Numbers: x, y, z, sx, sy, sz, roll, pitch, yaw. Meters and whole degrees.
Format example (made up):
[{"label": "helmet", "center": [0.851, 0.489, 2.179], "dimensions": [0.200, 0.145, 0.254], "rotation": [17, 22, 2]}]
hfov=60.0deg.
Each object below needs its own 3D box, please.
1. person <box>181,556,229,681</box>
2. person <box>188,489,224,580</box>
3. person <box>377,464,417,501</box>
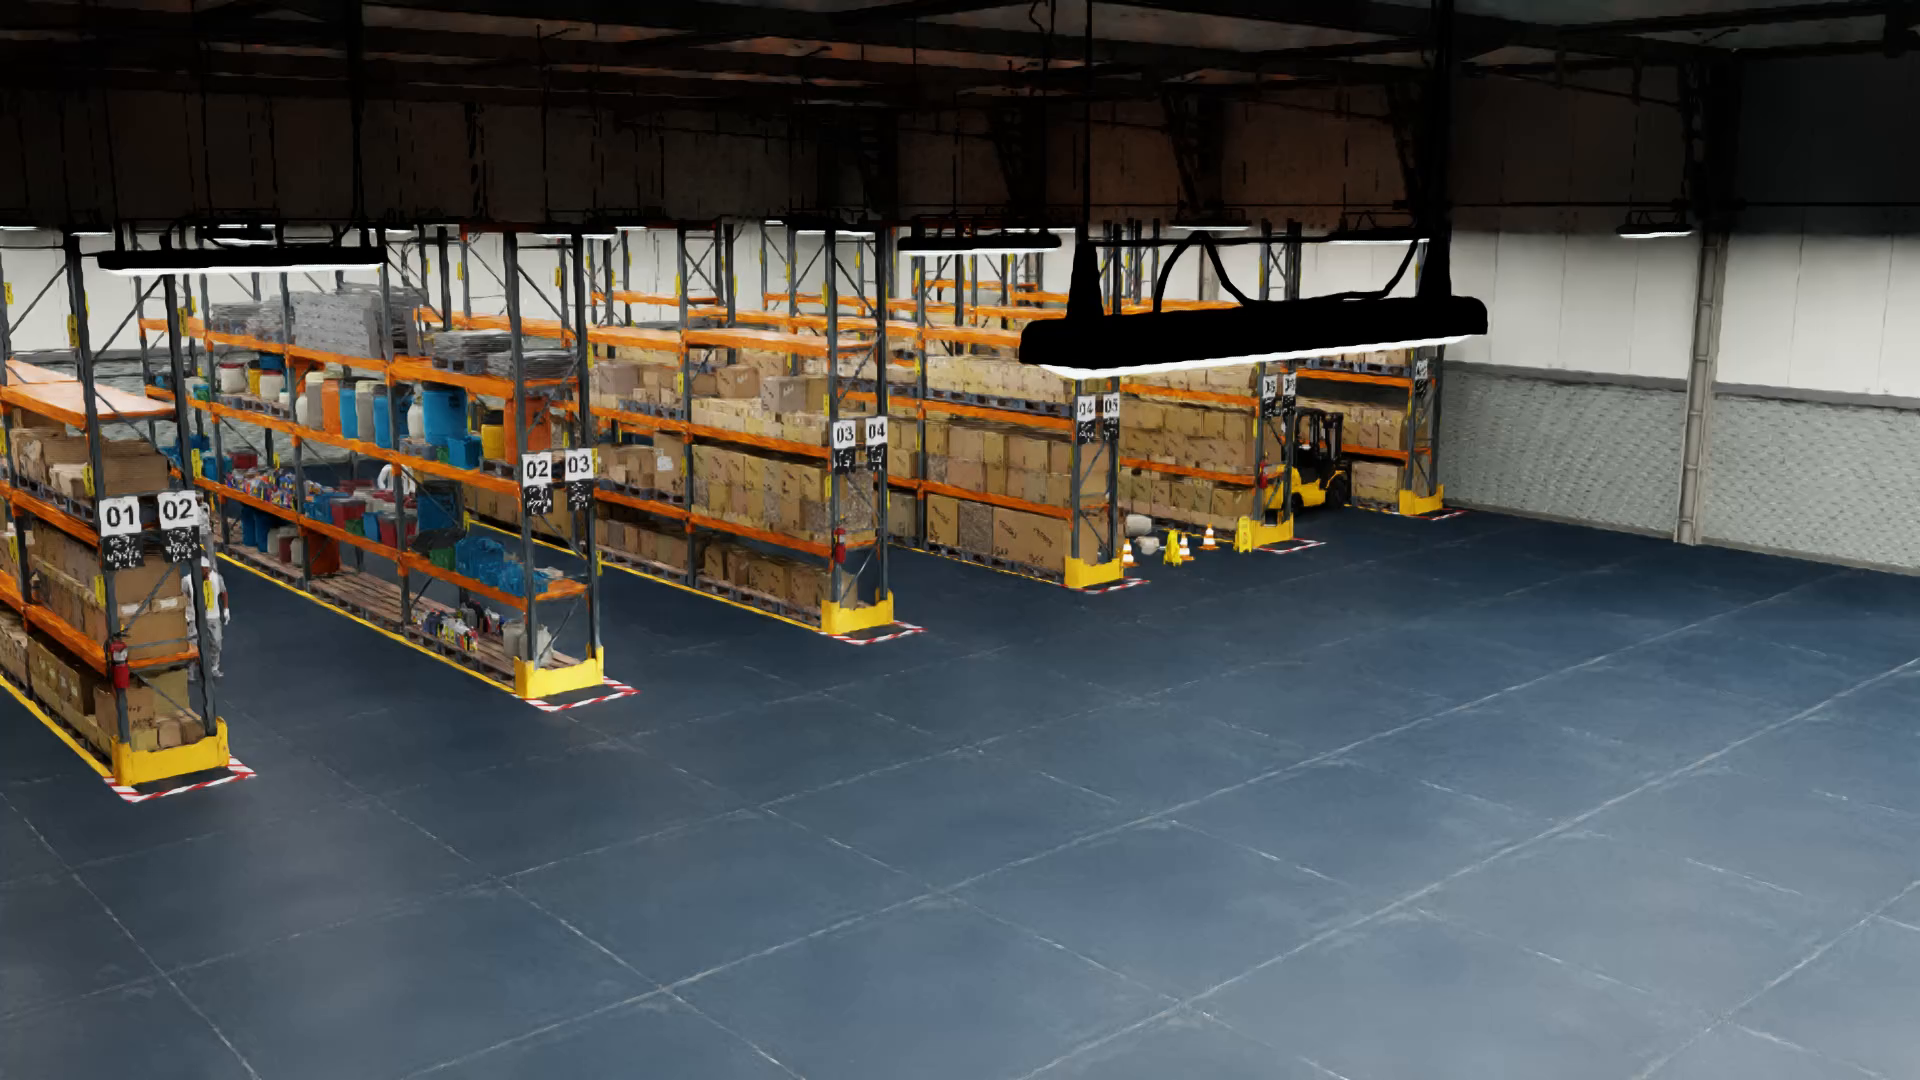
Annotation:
[{"label": "person", "center": [-10.170, 1.047, 22.341], "dimensions": [0.702, 1.735, 0.549], "rotation": [-10, 15, -42]}, {"label": "person", "center": [-12.945, -0.109, 28.304], "dimensions": [0.456, 1.589, 1.088], "rotation": [-9, 15, -38]}, {"label": "person", "center": [-10.747, -0.854, 31.746], "dimensions": [0.729, 1.733, 0.546], "rotation": [-11, 15, -42]}]
